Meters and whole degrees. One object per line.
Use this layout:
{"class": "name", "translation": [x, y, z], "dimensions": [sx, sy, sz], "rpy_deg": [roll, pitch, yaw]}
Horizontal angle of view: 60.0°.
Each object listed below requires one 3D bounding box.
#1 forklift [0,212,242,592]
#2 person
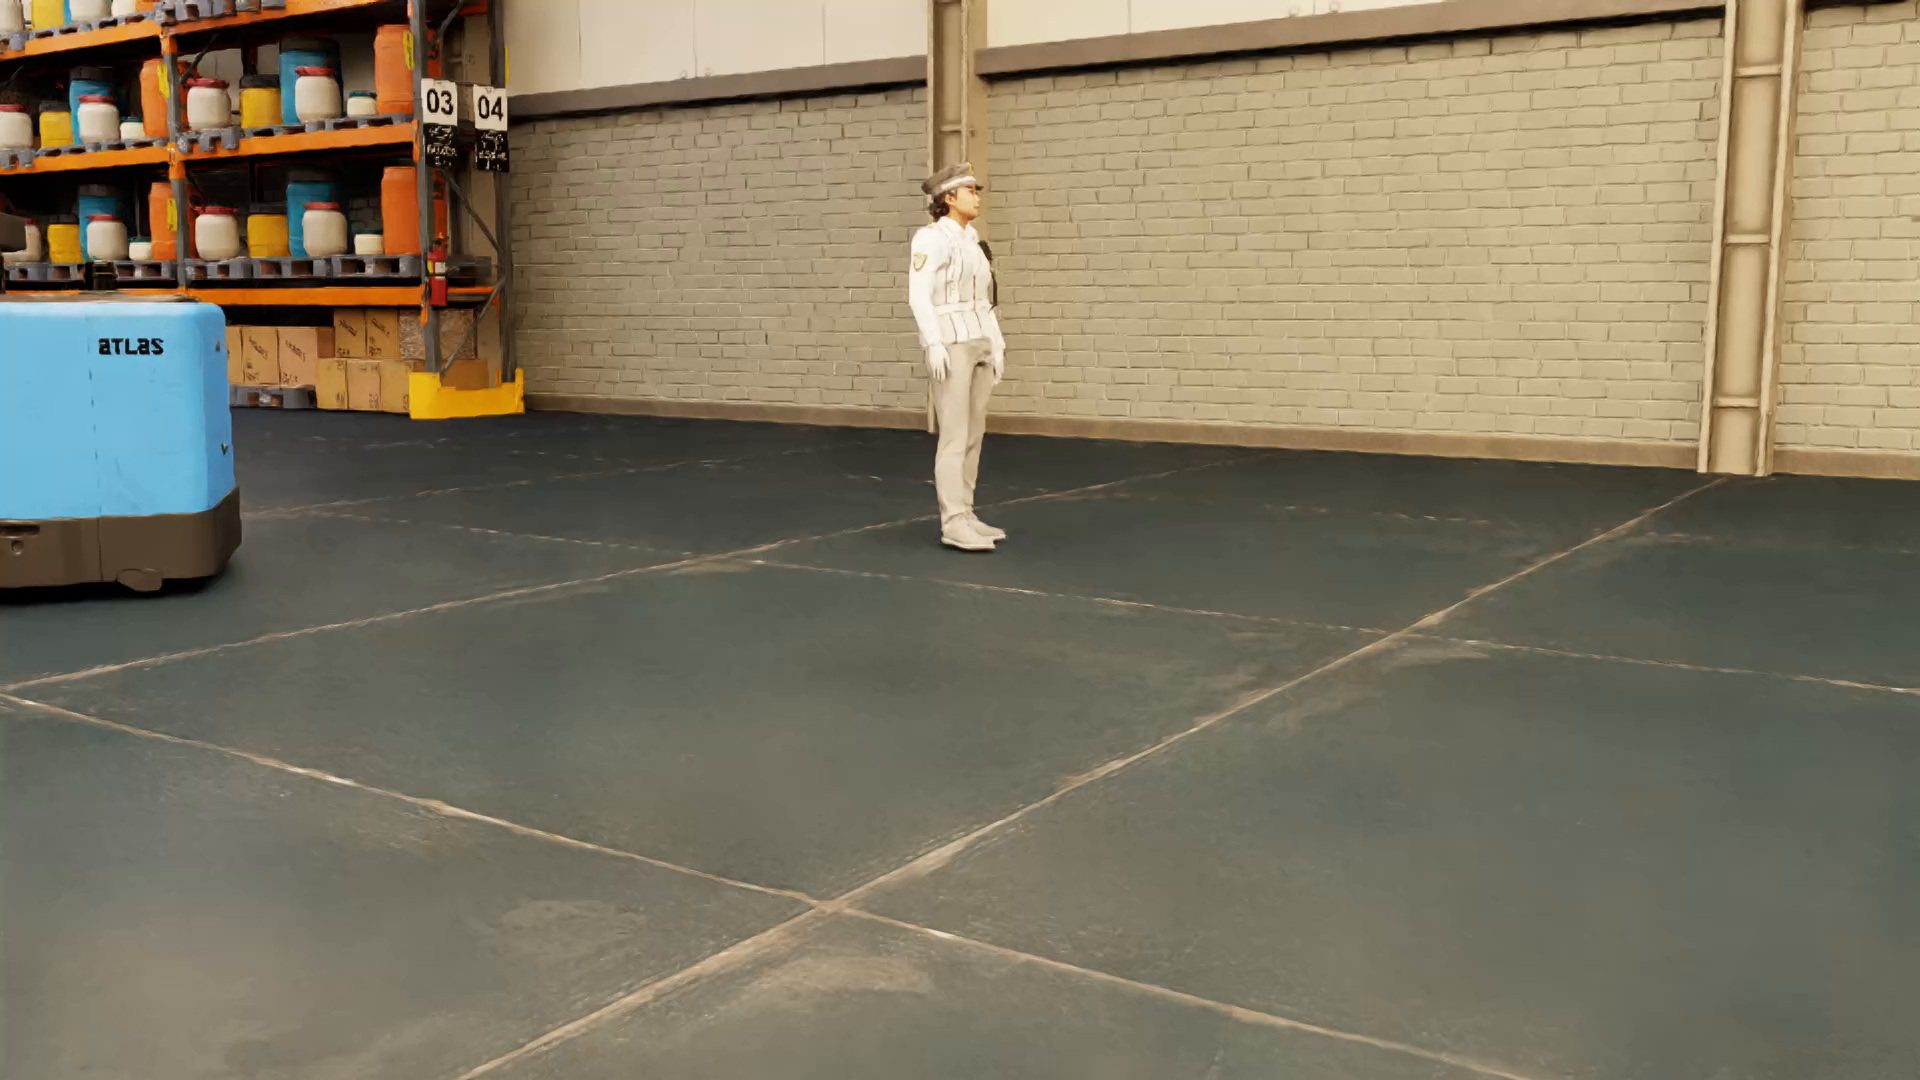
{"class": "forklift", "translation": [-4.347, -1.248, 5.972], "dimensions": [3.031, 2.935, 1.130], "rpy_deg": [-3, 8, -18]}
{"class": "person", "translation": [0.052, -0.840, 7.440], "dimensions": [0.533, 1.695, 0.586], "rpy_deg": [5, 10, 34]}
